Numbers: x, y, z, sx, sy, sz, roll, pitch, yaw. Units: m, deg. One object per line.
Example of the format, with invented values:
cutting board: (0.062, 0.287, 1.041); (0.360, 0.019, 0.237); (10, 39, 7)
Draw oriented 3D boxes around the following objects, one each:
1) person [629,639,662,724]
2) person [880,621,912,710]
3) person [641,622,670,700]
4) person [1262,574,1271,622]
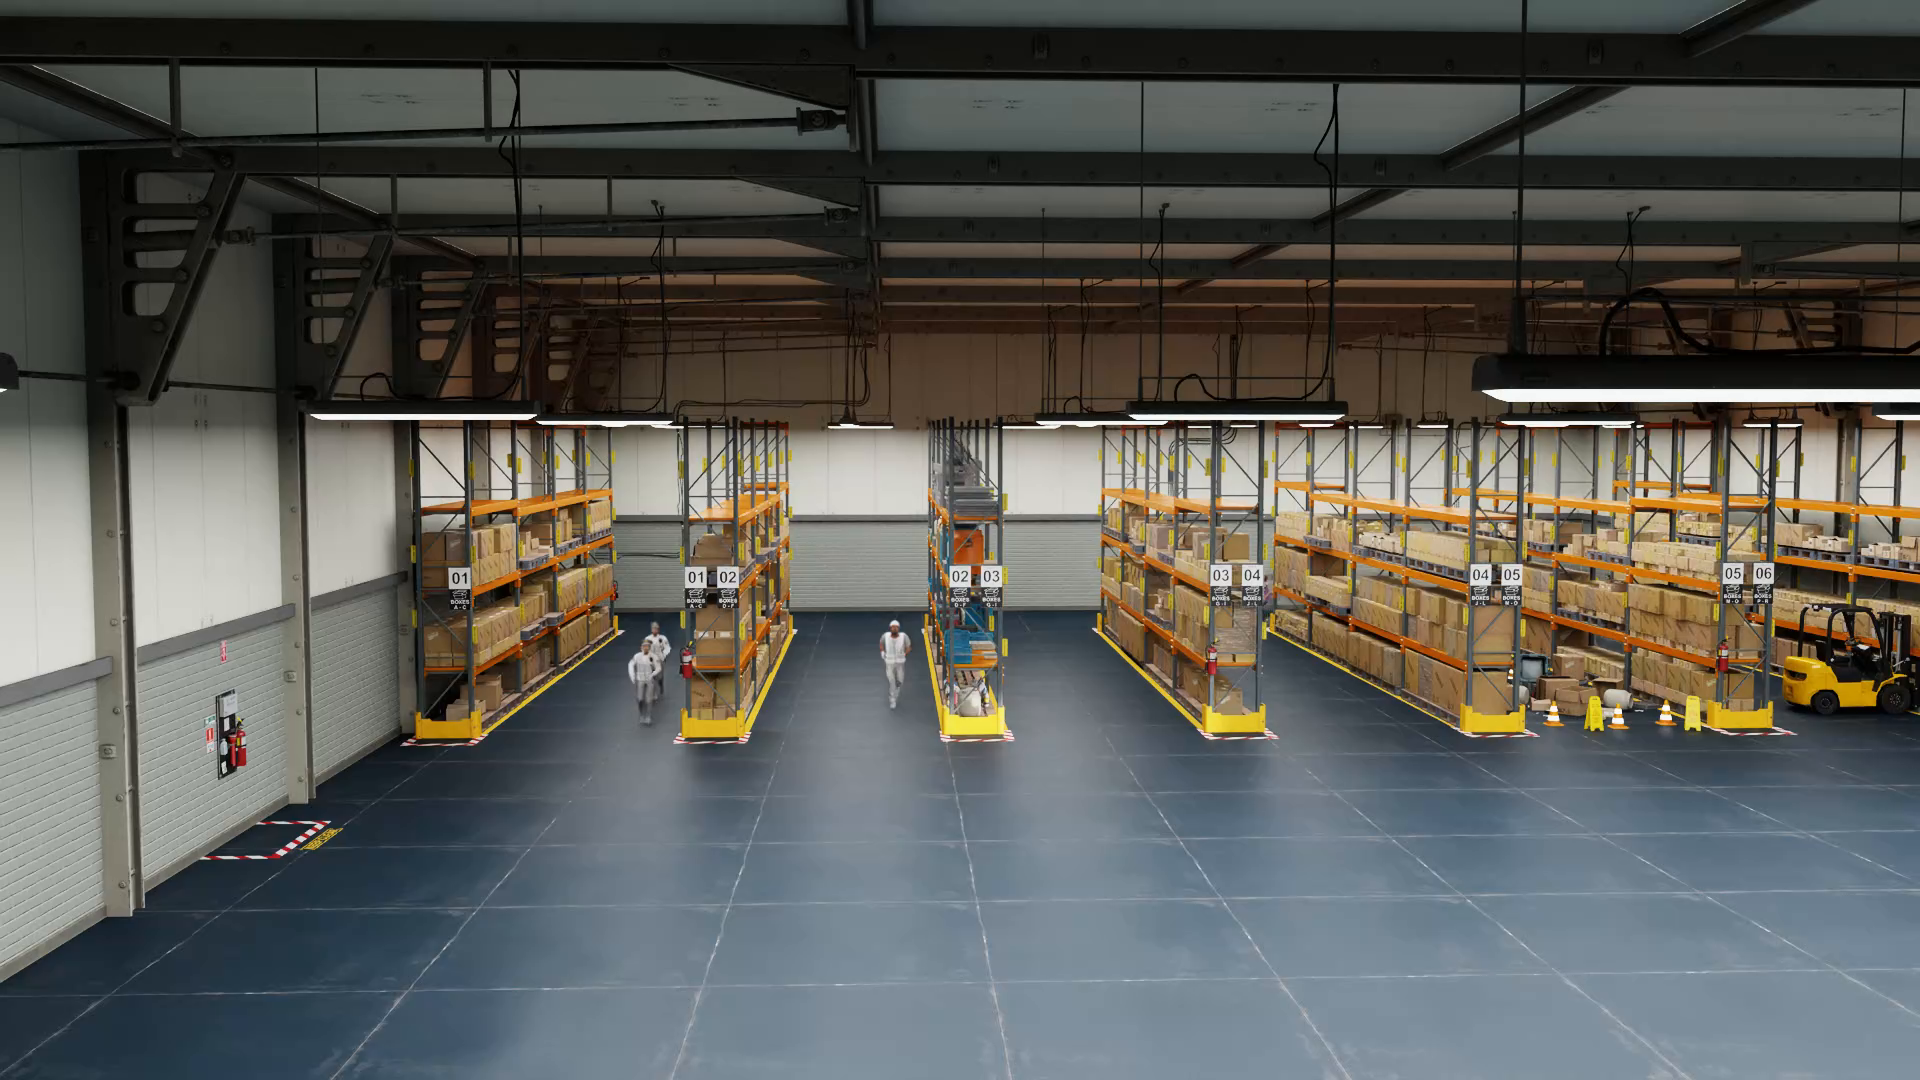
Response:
person: (-6.163, 2.773, 32.528); (0.645, 1.687, 0.549); (0, 4, -6)
person: (-1.336, 2.571, 34.807); (0.648, 1.783, 1.166); (0, 4, -7)
person: (-6.516, 2.576, 35.577); (0.612, 1.648, 0.576); (0, 4, -4)
person: (8.868, 1.774, 48.824); (0.472, 1.556, 0.614); (-1, 4, -17)
